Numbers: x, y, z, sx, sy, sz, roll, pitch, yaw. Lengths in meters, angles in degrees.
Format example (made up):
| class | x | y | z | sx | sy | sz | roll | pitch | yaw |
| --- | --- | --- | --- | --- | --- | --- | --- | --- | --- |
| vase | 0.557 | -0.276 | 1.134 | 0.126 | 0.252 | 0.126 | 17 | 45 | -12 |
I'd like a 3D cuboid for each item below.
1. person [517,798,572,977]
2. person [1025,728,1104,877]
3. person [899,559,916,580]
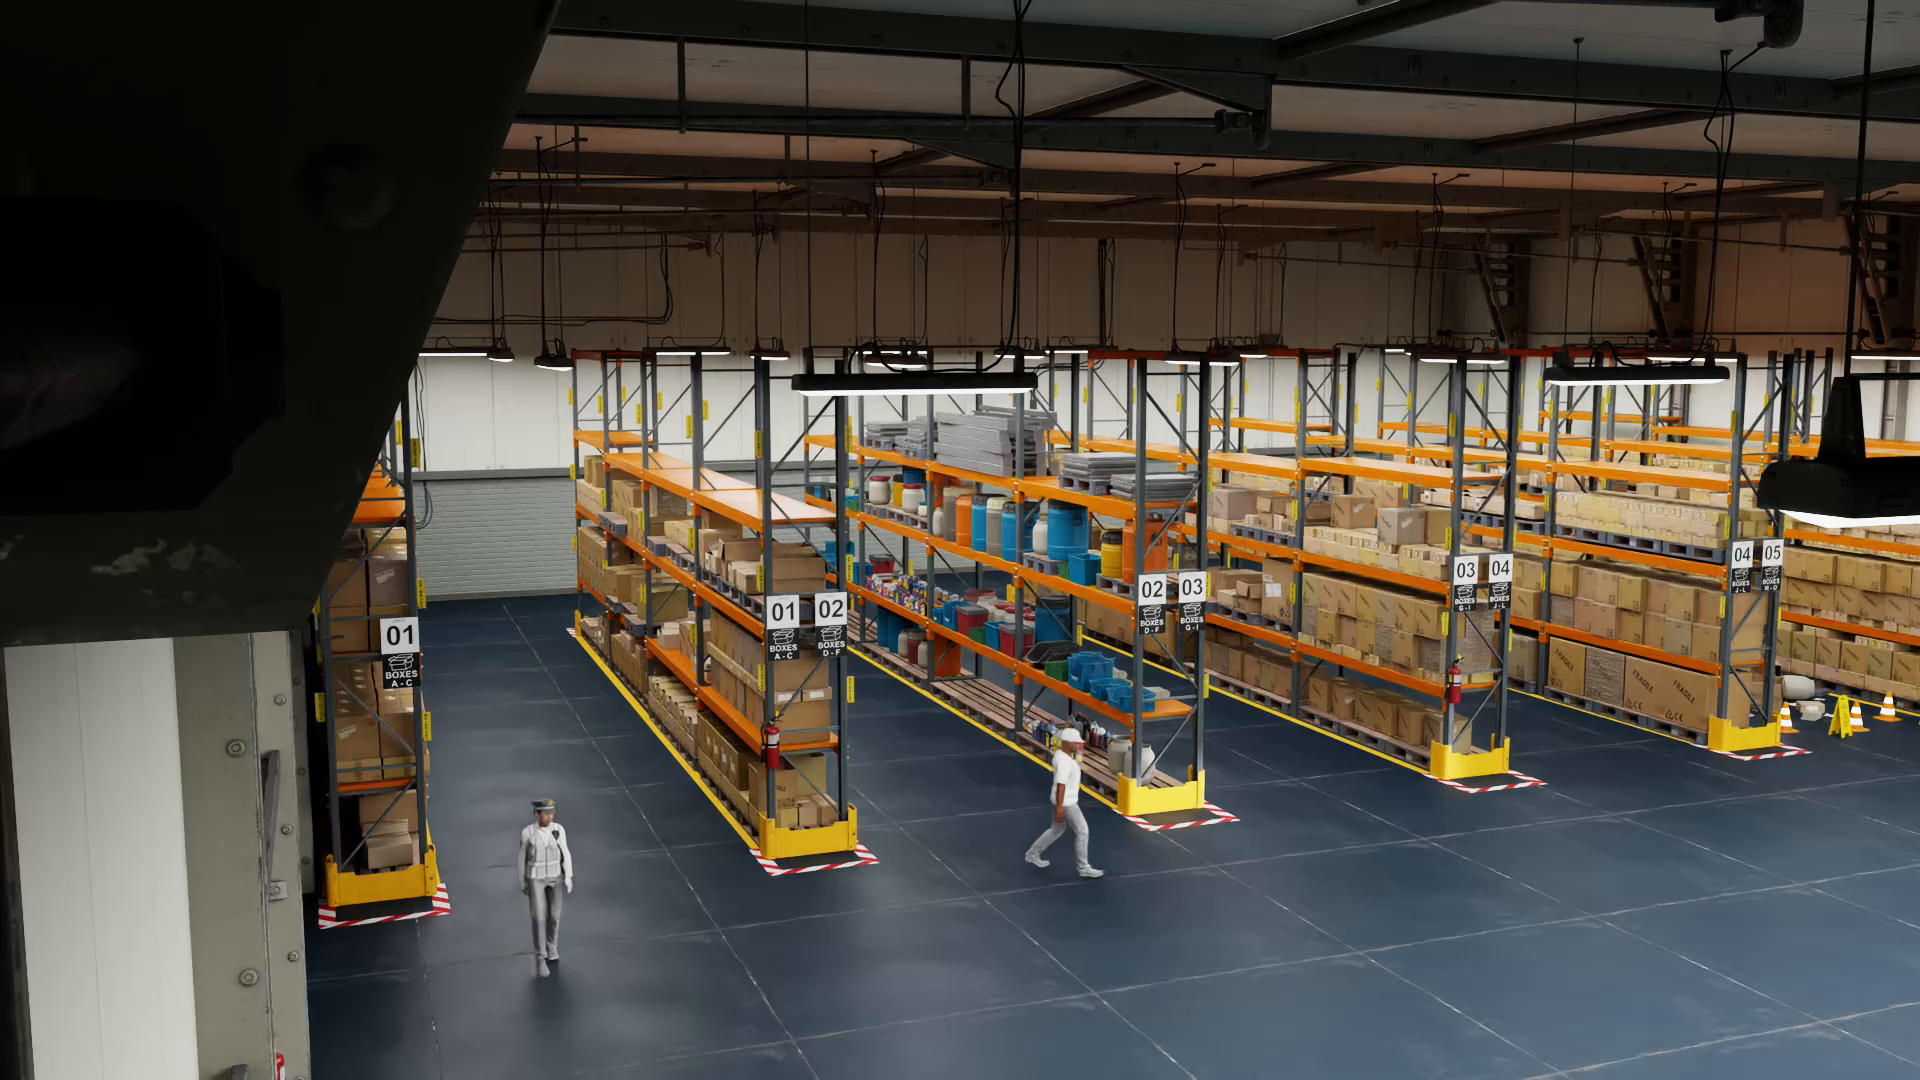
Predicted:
| class | x | y | z | sx | sy | sz | roll | pitch | yaw |
| --- | --- | --- | --- | --- | --- | --- | --- | --- | --- |
| person | -4.124 | 3.457 | 16.662 | 0.510 | 1.705 | 0.642 | -4 | 8 | -26 |
| person | 1.223 | 3.060 | 19.498 | 0.894 | 1.736 | 0.574 | 0 | 7 | -4 |
| person | -1.099 | 1.166 | 35.212 | 0.426 | 1.554 | 0.886 | -5 | 9 | -36 |
